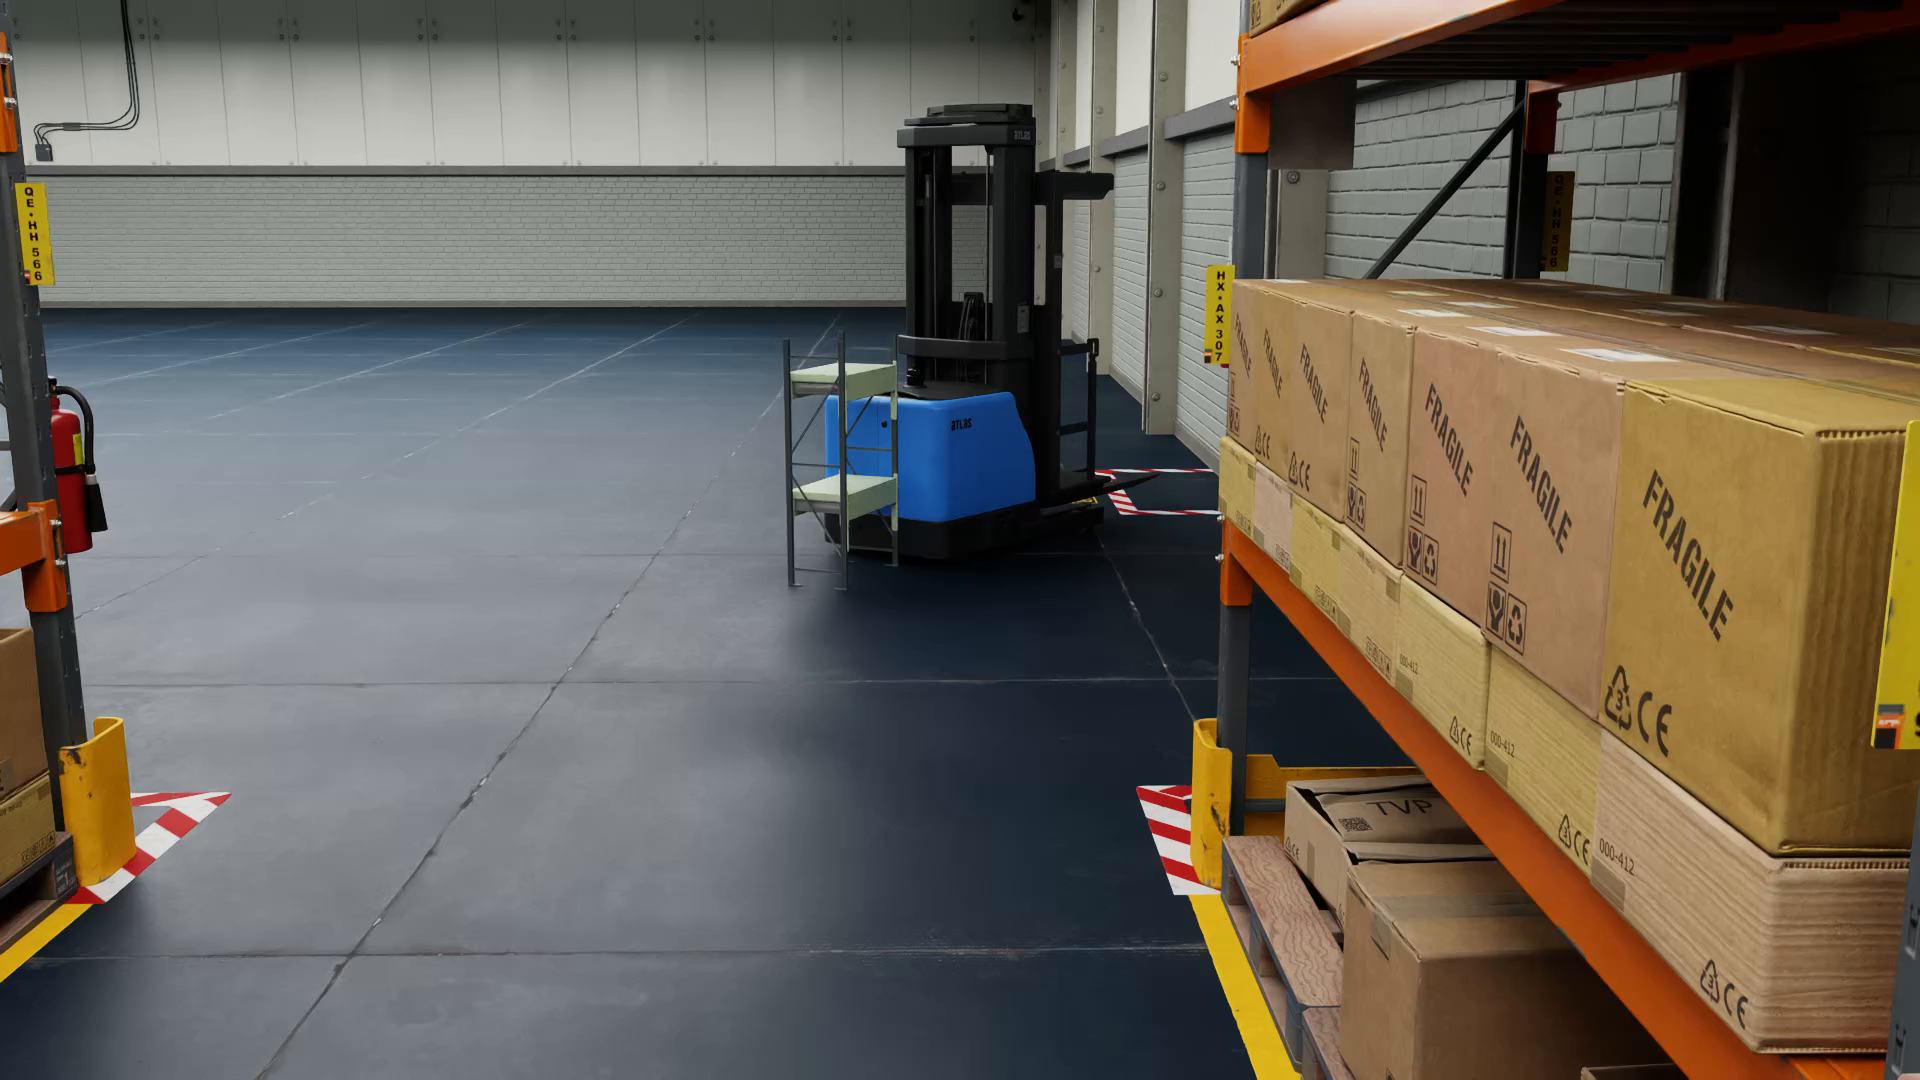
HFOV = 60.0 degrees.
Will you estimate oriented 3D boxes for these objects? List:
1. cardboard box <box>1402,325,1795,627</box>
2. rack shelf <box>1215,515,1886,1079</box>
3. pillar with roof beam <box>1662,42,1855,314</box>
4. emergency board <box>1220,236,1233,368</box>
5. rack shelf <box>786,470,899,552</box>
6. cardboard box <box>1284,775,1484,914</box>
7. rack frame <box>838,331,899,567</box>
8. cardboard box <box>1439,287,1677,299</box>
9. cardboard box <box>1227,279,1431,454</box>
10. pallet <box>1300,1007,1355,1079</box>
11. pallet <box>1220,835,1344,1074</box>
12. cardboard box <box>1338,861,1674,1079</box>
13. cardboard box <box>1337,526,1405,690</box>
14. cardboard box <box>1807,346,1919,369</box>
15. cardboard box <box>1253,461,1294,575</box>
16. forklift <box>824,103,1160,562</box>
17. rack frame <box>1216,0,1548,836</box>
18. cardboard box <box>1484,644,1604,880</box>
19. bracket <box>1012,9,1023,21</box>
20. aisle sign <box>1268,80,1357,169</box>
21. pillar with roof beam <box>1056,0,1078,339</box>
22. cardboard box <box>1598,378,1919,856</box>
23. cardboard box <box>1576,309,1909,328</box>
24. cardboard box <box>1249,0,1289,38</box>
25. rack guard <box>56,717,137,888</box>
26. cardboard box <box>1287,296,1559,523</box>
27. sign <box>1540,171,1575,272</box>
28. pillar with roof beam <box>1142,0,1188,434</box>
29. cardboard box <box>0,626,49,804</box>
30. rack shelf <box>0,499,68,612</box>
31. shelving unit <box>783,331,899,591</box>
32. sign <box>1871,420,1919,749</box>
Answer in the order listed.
[{"bbox_3d":[1.158,-0.129,3.092,0.500,0.500,0.500,-1,11,-3],"label":"cardboard box"},{"bbox_3d":[1.451,0.422,3.746,1.077,0.370,4.000,0,11,-1],"label":"rack shelf"},{"bbox_3d":[-2.015,-3.115,4.282,9.100,9.000,0.400,0,11,-1],"label":"pillar with roof beam"},{"bbox_3d":[2.152,-1.877,13.267,0.194,1.169,0.643,0,11,-1],"label":"emergency board"},{"bbox_3d":[-0.724,-0.191,10.369,0.431,0.370,0.720,5,12,22],"label":"rack shelf"},{"bbox_3d":[1.334,0.912,5.178,0.500,0.311,0.500,-2,12,-8],"label":"cardboard box"},{"bbox_3d":[-0.583,-0.578,10.635,0.400,1.500,0.023,5,12,22],"label":"rack frame"},{"bbox_3d":[1.632,-0.439,4.621,0.500,0.500,0.500,0,11,0],"label":"cardboard box"},{"bbox_3d":[1.119,-0.536,5.098,0.500,0.500,0.500,0,11,-1],"label":"cardboard box"},{"bbox_3d":[1.415,1.457,3.847,1.003,0.211,1.213,0,11,-1],"label":"pallet"},{"bbox_3d":[1.393,1.215,5.040,1.003,0.211,1.213,0,11,-1],"label":"pallet"},{"bbox_3d":[1.311,1.078,3.880,0.700,0.500,0.500,-1,12,-5],"label":"cardboard box"},{"bbox_3d":[1.140,0.138,3.659,0.500,0.250,0.500,0,11,-1],"label":"cardboard box"},{"bbox_3d":[1.684,-0.034,2.625,0.500,0.500,0.500,0,11,-1],"label":"cardboard box"},{"bbox_3d":[1.127,-0.063,4.654,0.500,0.250,0.500,-1,11,-3],"label":"cardboard box"},{"bbox_3d":[0.382,-1.536,11.759,1.130,2.935,3.031,9,14,36],"label":"forklift"},{"bbox_3d":[1.409,-0.328,5.634,1.000,3.000,0.127,0,11,-1],"label":"rack frame"},{"bbox_3d":[1.177,0.338,2.674,0.500,0.250,0.500,0,11,-1],"label":"cardboard box"},{"bbox_3d":[1.256,-11.413,36.128,0.235,0.232,0.430,0,11,-1],"label":"bracket"},{"bbox_3d":[1.108,-1.616,5.440,0.394,0.787,0.004,0,11,-1],"label":"aisle sign"},{"bbox_3d":[-2.511,-7.886,27.798,9.100,9.000,0.400,0,11,-1],"label":"pillar with roof beam"},{"bbox_3d":[1.173,0.070,2.110,0.500,0.500,0.500,0,11,-1],"label":"cardboard box"},{"bbox_3d":[1.658,-0.237,3.621,0.500,0.500,0.500,0,11,0],"label":"cardboard box"},{"bbox_3d":[1.166,-1.790,4.991,0.500,0.500,0.500,0,11,0],"label":"cardboard box"},{"bbox_3d":[-3.544,0.913,5.802,1.175,0.500,0.348,0,11,-1],"label":"rack guard"},{"bbox_3d":[1.123,-0.335,4.108,0.500,0.500,0.500,-1,11,-3],"label":"cardboard box"},{"bbox_3d":[1.965,-1.049,5.479,0.100,0.325,0.005,0,11,-1],"label":"sign"},{"bbox_3d":[-2.263,-5.501,16.040,9.100,9.000,0.400,0,11,-1],"label":"pillar with roof beam"},{"bbox_3d":[-3.234,0.572,5.168,0.500,0.500,0.500,0,11,-1],"label":"cardboard box"},{"bbox_3d":[-3.502,0.443,3.642,1.077,0.370,4.000,0,11,-1],"label":"rack shelf"},{"bbox_3d":[-0.724,-0.511,10.304,0.431,1.500,0.755,5,12,22],"label":"shelving unit"},{"bbox_3d":[0.950,0.046,1.610,0.100,0.325,0.005,0,11,-1],"label":"sign"}]
